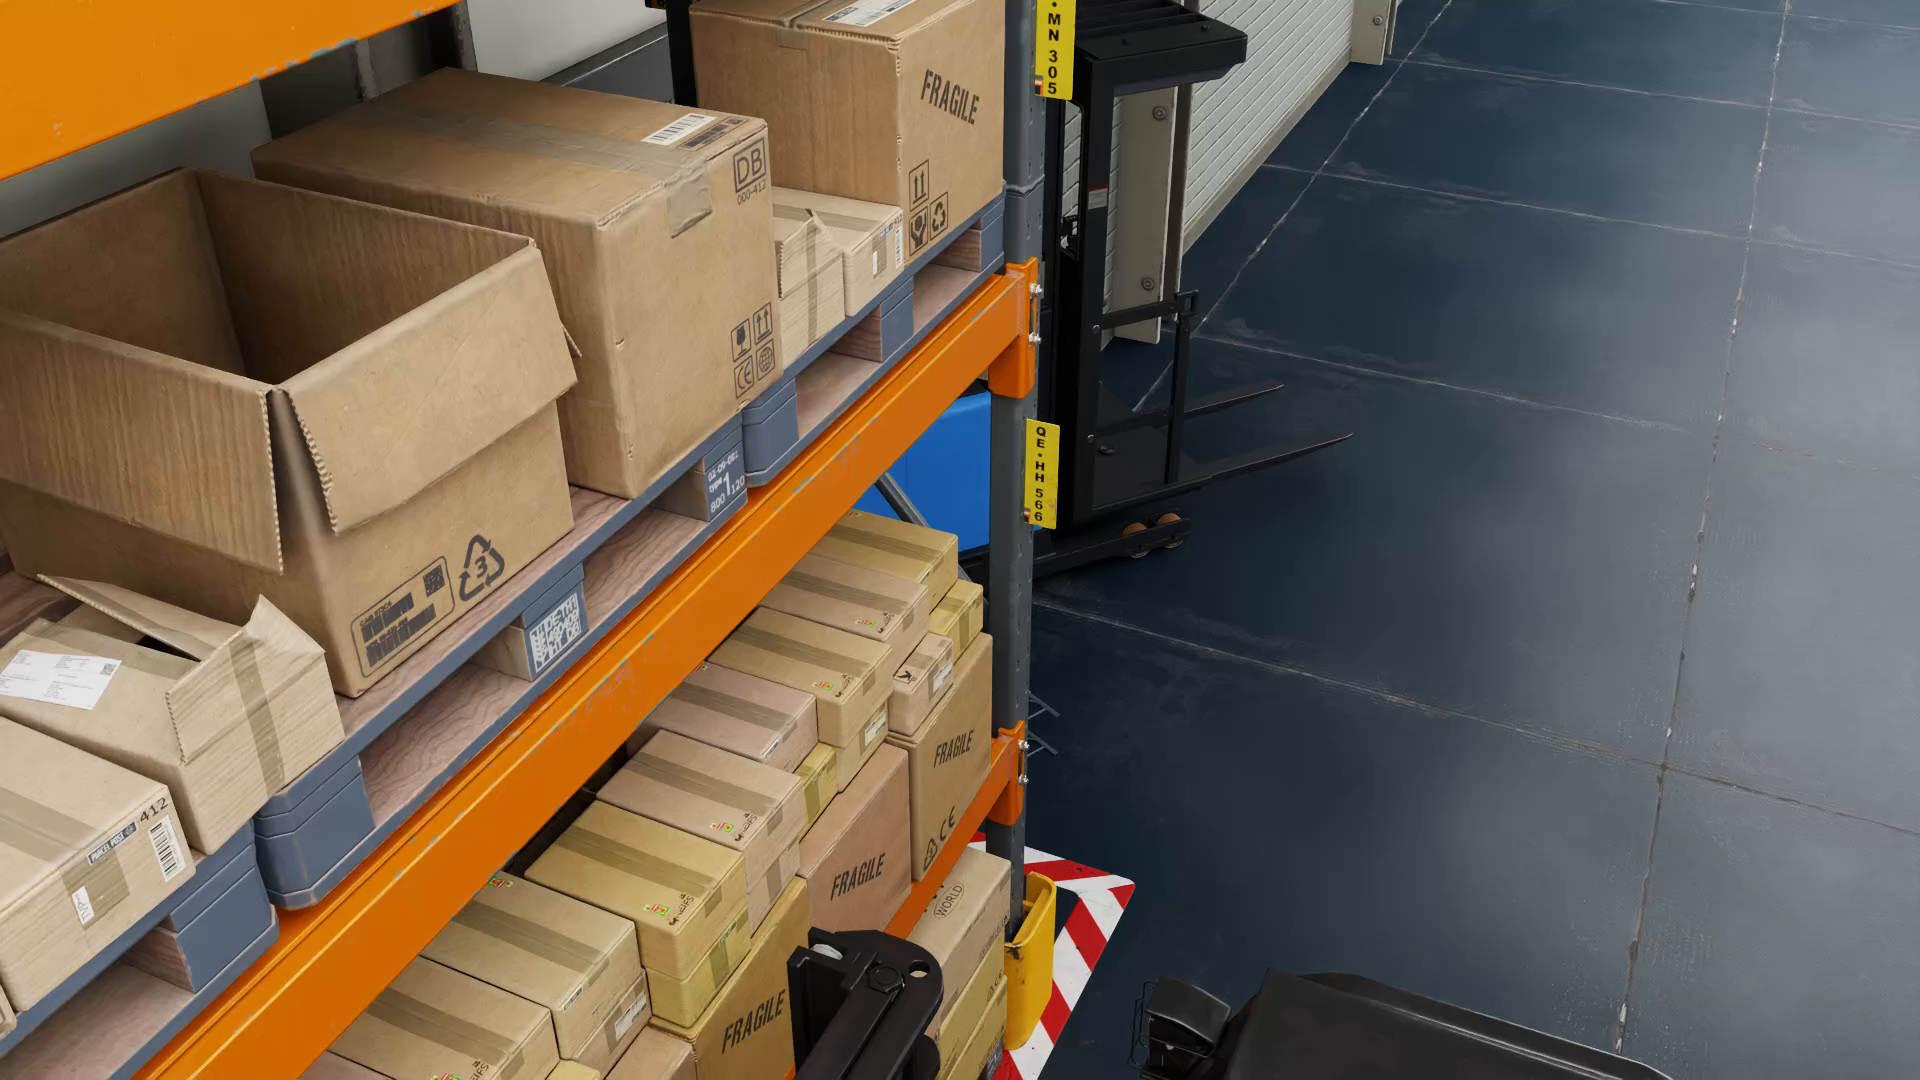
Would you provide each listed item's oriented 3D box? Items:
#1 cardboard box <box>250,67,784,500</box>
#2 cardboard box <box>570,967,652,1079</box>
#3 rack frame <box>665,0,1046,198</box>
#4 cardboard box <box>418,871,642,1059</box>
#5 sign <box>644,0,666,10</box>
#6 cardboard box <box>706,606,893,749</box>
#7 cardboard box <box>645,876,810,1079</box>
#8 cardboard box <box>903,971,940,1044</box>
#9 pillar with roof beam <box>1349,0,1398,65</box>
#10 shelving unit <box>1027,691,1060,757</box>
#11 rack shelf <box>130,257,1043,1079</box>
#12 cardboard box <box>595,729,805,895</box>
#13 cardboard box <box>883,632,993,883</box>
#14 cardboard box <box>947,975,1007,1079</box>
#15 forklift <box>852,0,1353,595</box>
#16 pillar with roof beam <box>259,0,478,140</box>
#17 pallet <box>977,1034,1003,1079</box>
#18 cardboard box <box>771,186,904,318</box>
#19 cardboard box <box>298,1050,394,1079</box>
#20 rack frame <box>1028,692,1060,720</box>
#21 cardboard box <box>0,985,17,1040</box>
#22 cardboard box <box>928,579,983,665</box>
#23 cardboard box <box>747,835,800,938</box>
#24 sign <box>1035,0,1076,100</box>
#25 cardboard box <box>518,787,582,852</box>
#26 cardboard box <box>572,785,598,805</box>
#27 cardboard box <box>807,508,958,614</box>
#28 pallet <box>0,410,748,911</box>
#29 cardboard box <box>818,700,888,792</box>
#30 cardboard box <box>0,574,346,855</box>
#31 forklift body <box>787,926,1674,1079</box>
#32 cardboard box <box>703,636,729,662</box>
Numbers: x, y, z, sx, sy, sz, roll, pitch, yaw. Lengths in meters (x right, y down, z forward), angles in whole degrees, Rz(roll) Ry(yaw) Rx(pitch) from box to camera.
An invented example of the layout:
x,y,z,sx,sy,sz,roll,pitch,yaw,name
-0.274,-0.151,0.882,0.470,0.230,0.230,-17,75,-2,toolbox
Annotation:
x,y,z,sx,sy,sz,roll,pitch,yaw,name
-0.752,-0.475,2.938,0.700,0.500,0.500,14,36,21,cardboard box
-0.861,0.947,3.388,0.380,0.149,0.250,14,36,20,cardboard box
-0.269,-2.234,3.450,1.000,3.000,0.127,14,36,20,rack frame
-0.864,0.829,3.295,0.380,0.149,0.250,15,36,21,cardboard box
-0.771,-1.508,4.210,0.100,0.325,0.005,14,36,20,sign
-0.387,0.331,4.056,0.380,0.149,0.250,15,36,22,cardboard box
-0.676,1.050,3.822,0.500,0.500,0.500,13,36,20,cardboard box
-0.387,1.388,4.611,0.500,0.250,0.500,15,36,21,cardboard box
7.552,-7.083,10.845,9.100,9.000,0.400,14,36,20,pillar with roof beam
0.027,0.646,7.067,0.258,0.210,0.900,-24,41,-32,shelving unit
-1.106,0.317,2.951,1.077,0.370,4.000,14,36,20,rack shelf
-0.567,0.593,3.656,0.380,0.149,0.250,15,36,22,cardboard box
-0.237,0.538,4.602,0.500,0.500,0.500,13,36,19,cardboard box
-0.179,1.556,5.267,0.500,0.250,0.500,14,36,21,cardboard box
0.558,-1.381,7.683,3.031,2.935,1.130,-16,36,-22,forklift
2.531,-1.106,1.731,9.100,9.000,0.400,14,36,20,pillar with roof beam
-0.551,1.831,5.264,1.003,0.211,1.213,14,36,20,pallet
-0.340,-0.610,3.463,0.380,0.149,0.250,13,35,19,cardboard box
-1.073,1.079,2.915,0.380,0.149,0.250,14,36,20,cardboard box
0.027,0.561,7.010,0.240,0.006,0.900,-24,41,-32,rack frame
-1.373,0.474,1.663,0.500,0.311,0.500,15,36,21,cardboard box
-0.160,0.199,4.529,0.380,0.149,0.250,15,36,21,cardboard box
-0.587,0.713,3.745,0.380,0.149,0.250,13,35,19,cardboard box
0.218,-1.185,3.851,0.100,0.325,0.005,14,36,20,sign
-1.140,0.561,3.977,0.380,0.149,0.250,15,36,21,cardboard box
-0.926,0.681,4.385,0.500,0.500,0.500,15,36,22,cardboard box
-0.228,0.064,4.463,0.380,0.149,0.250,14,36,21,cardboard box
-1.098,0.014,2.839,1.003,0.211,1.213,14,36,20,pallet
-0.404,0.448,4.148,0.380,0.149,0.250,15,36,21,cardboard box
-1.046,0.182,2.150,0.396,0.266,0.258,13,36,19,cardboard box
0.594,1.993,3.249,2.313,2.155,1.214,14,36,20,forklift body
-0.804,0.334,4.323,0.380,0.149,0.250,14,36,20,cardboard box
